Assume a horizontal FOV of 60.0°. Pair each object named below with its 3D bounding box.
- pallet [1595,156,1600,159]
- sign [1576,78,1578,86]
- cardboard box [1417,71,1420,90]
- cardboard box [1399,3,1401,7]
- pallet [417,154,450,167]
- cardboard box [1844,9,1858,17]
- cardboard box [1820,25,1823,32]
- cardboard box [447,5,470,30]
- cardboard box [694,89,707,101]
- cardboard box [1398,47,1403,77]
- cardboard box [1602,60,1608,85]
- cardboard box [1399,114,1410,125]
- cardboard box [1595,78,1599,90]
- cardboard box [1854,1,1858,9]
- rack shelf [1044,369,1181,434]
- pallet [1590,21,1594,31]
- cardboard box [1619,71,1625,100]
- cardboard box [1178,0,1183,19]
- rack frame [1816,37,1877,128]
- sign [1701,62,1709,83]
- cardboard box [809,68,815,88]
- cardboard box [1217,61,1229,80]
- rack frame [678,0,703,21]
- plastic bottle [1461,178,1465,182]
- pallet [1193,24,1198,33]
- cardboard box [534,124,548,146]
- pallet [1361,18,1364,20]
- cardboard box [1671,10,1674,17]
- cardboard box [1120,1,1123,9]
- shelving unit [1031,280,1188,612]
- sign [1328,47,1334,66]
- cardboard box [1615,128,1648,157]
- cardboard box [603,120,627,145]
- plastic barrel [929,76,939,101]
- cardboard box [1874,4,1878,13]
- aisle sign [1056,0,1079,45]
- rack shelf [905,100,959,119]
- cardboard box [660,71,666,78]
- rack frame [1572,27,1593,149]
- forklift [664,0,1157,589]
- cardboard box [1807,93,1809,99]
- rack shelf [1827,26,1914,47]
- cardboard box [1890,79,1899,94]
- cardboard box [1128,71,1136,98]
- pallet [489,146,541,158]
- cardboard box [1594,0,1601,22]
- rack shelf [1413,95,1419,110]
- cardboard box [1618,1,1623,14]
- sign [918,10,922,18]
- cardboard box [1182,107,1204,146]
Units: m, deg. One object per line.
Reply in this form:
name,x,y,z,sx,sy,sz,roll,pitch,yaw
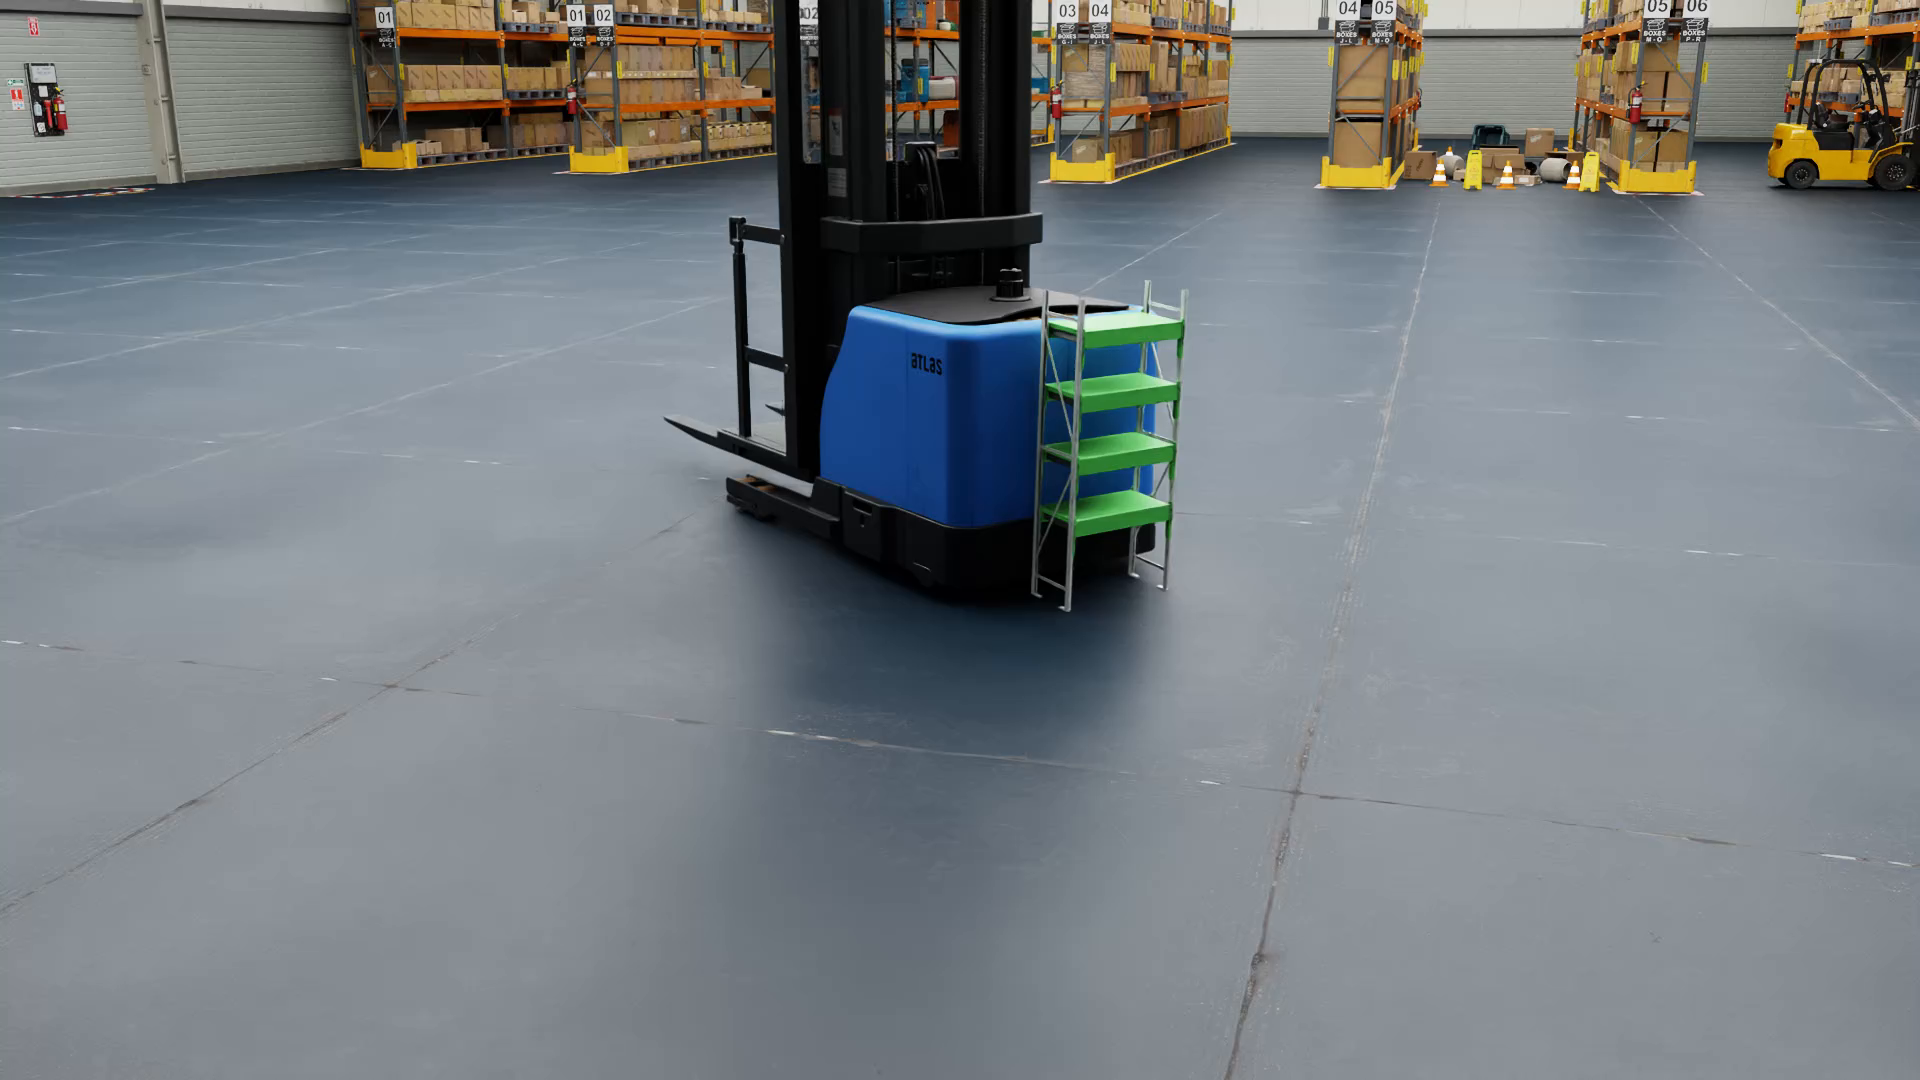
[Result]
pallet,13.799,-7.878,34.718,1.003,0.211,1.213,5,16,16
sign,17.847,-13.144,47.677,0.327,0.218,0.001,5,16,16
cardboard box,11.640,-11.928,43.158,0.500,0.500,0.500,5,17,17
cardboard box,7.665,-9.590,29.653,0.380,0.149,0.250,5,16,16
pallet,-11.714,-8.140,35.641,1.003,0.211,1.213,5,16,16
cardboard box,19.040,-11.207,35.356,0.380,0.149,0.250,5,17,17
cardboard box,19.969,-11.723,38.127,0.380,0.149,0.250,5,16,16
cardboard box,-11.047,-11.369,36.197,0.500,0.500,0.500,4,16,14
cardboard box,-6.015,-9.975,37.276,0.500,0.250,0.500,6,17,19
cardboard box,7.928,-9.080,31.590,0.875,0.550,0.550,5,16,16
cardboard box,13.672,-9.717,34.594,0.500,0.500,0.500,4,16,14
cardboard box,10.256,-9.840,38.962,0.500,0.250,0.500,5,17,19
cardboard box,14.058,-9.873,36.000,0.500,0.250,0.500,4,16,14
cardboard box,18.965,-11.198,34.815,0.380,0.149,0.250,5,16,16
rack shelf,0.573,-0.532,6.341,0.480,0.148,0.258,-10,21,-32
pallet,15.401,-12.084,39.102,1.003,0.211,1.213,5,16,16
cardboard box,12.218,-8.212,30.055,0.500,0.500,0.500,4,16,15
cardboard box,4.625,-11.780,36.767,0.500,0.500,0.500,5,17,17
rack frame,19.919,-10.087,37.394,1.000,3.000,0.127,5,16,16
sign,12.269,-7.705,27.412,0.100,0.325,0.005,5,16,16
cardboard box,-4.189,-12.152,43.722,0.700,0.500,0.500,-1,16,-3
cardboard box,6.908,-12.569,44.502,0.500,0.500,0.500,5,17,17
rack frame,-6.113,-12.801,35.971,1.000,3.000,0.127,5,16,16
plastic bottle,9.280,-6.610,30.523,0.133,0.061,0.283,-1,16,-3
pallet,4.968,-12.010,39.024,1.003,0.211,1.213,5,17,18
cardboard box,-10.388,-9.771,40.055,0.700,0.500,0.500,5,17,17
pallet,8.324,-10.330,33.104,0.805,0.209,1.217,4,16,14
cardboard box,12.298,-8.924,28.258,0.380,0.149,0.250,5,16,16
cardboard box,2.813,-9.918,30.847,0.380,0.149,0.250,5,17,18
shelving unit,0.569,-0.365,6.396,0.503,1.200,0.258,-10,21,-32
sign,6.458,-8.405,28.910,0.100,0.325,0.005,5,16,16
cardboard box,12.169,-7.208,30.139,0.500,0.500,0.500,6,17,19
cardboard box,-7.112,-8.535,34.818,0.500,0.500,0.500,5,16,16
plastic barrel,-0.674,-10.021,36.912,0.433,0.535,0.433,0,16,0
cardboard box,18.392,-10.553,33.017,0.380,0.166,0.250,5,16,16
aisle sign,1.942,-9.357,30.058,0.394,0.787,0.004,5,16,16
rack shelf,-0.796,-9.707,37.375,1.077,0.370,4.000,5,16,16
cardboard box,-6.420,-9.786,34.961,0.380,0.149,0.250,5,17,18
rack frame,16.296,-11.517,42.437,1.000,3.000,0.127,5,16,16
forklift,-0.437,-1.563,7.469,1.130,2.935,3.031,-11,19,-33
cardboard box,20.223,-10.471,39.209,0.380,0.149,0.250,5,16,16
rack shelf,19.351,-10.660,35.238,1.077,0.370,4.000,5,16,16
cardboard box,17.679,-8.445,30.966,0.500,0.250,0.500,4,16,14
cardboard box,2.975,-8.958,32.685,0.875,0.500,0.500,5,16,16
pallet,-10.644,-9.161,39.239,1.003,0.211,1.213,5,16,16
cardboard box,14.630,-11.956,37.533,0.500,0.500,0.500,4,16,15
rack shelf,10.952,-11.005,41.950,1.077,0.370,4.000,5,16,16
cardboard box,13.743,-10.668,33.763,0.700,0.500,0.500,5,16,16
sign,-0.841,-10.932,34.861,0.100,0.325,0.005,5,16,16
cardboard box,5.242,-10.016,40.269,1.225,0.875,0.875,4,16,14
